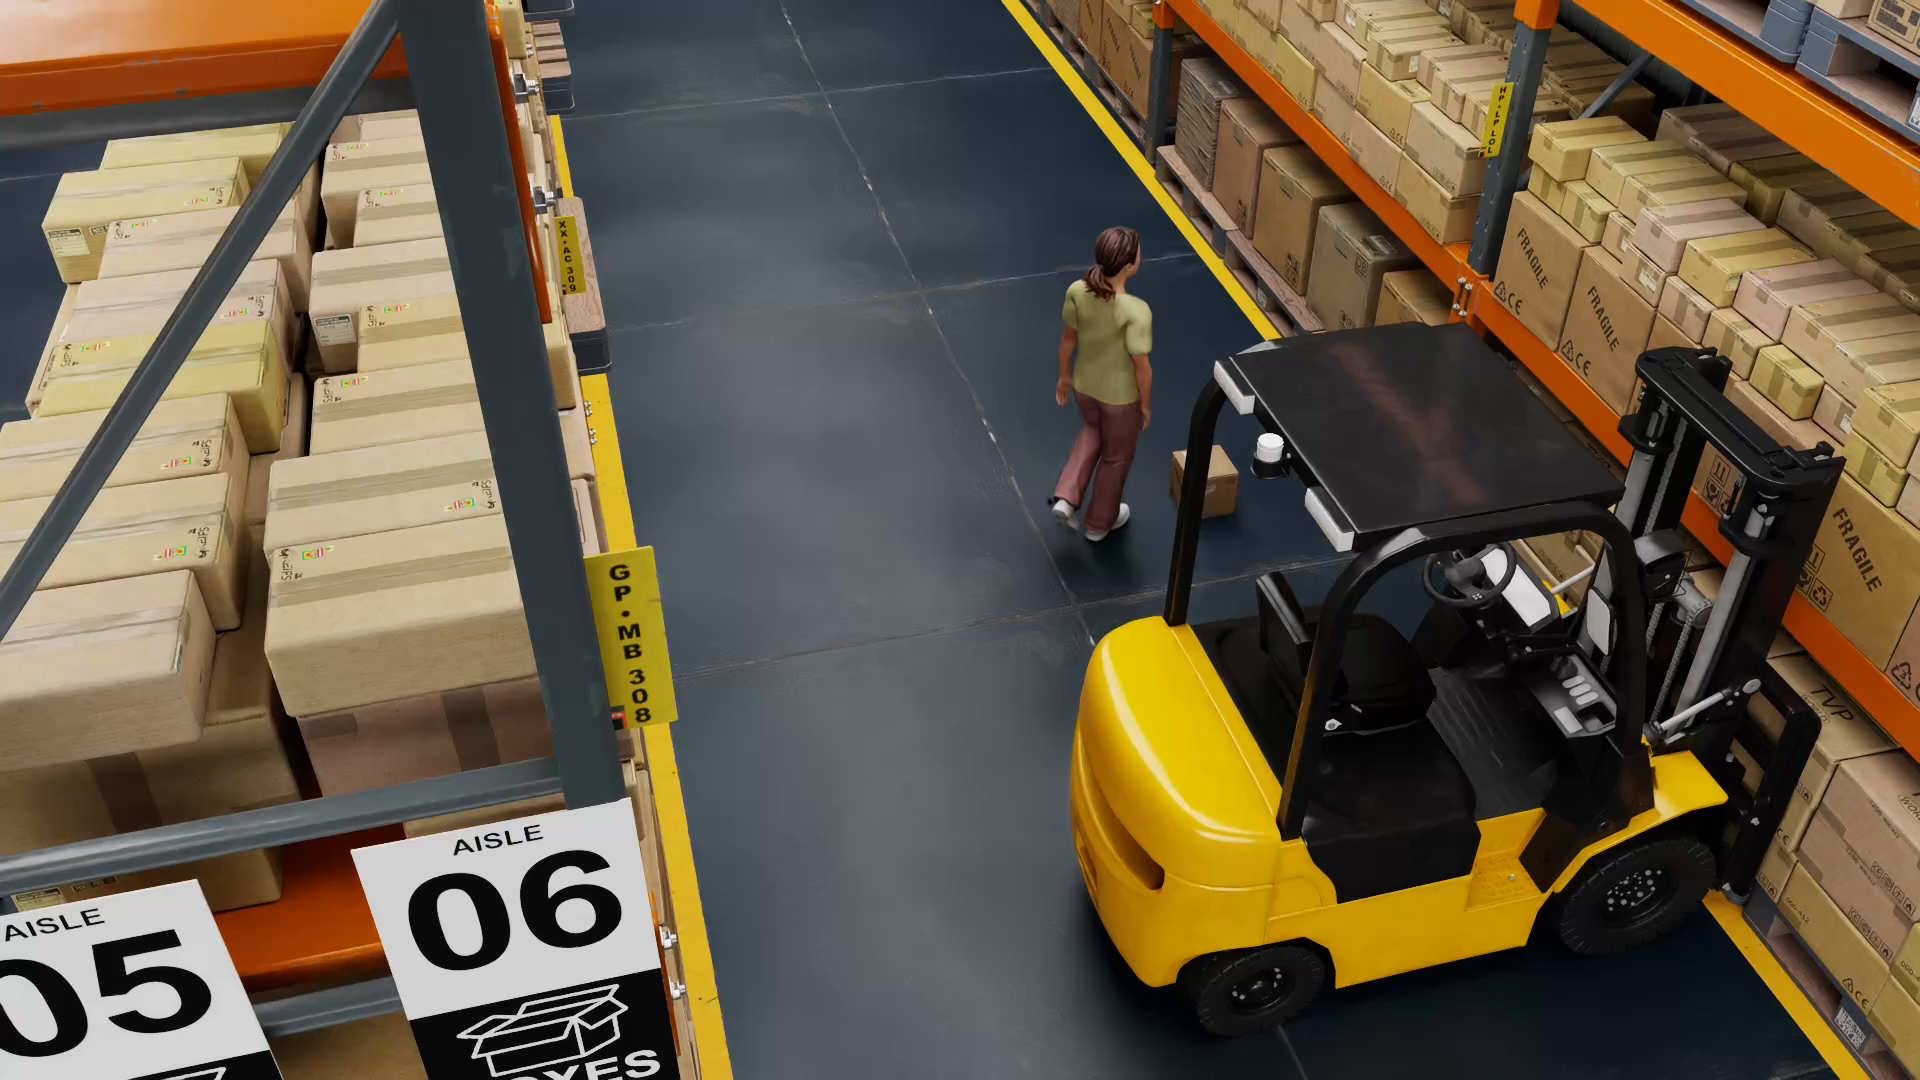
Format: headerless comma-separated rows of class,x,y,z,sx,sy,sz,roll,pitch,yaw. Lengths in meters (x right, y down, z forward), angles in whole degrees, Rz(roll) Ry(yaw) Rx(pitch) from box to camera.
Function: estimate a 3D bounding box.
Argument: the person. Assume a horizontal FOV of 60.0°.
person,0.672,-0.673,7.538,0.487,1.664,0.486,27,46,30
